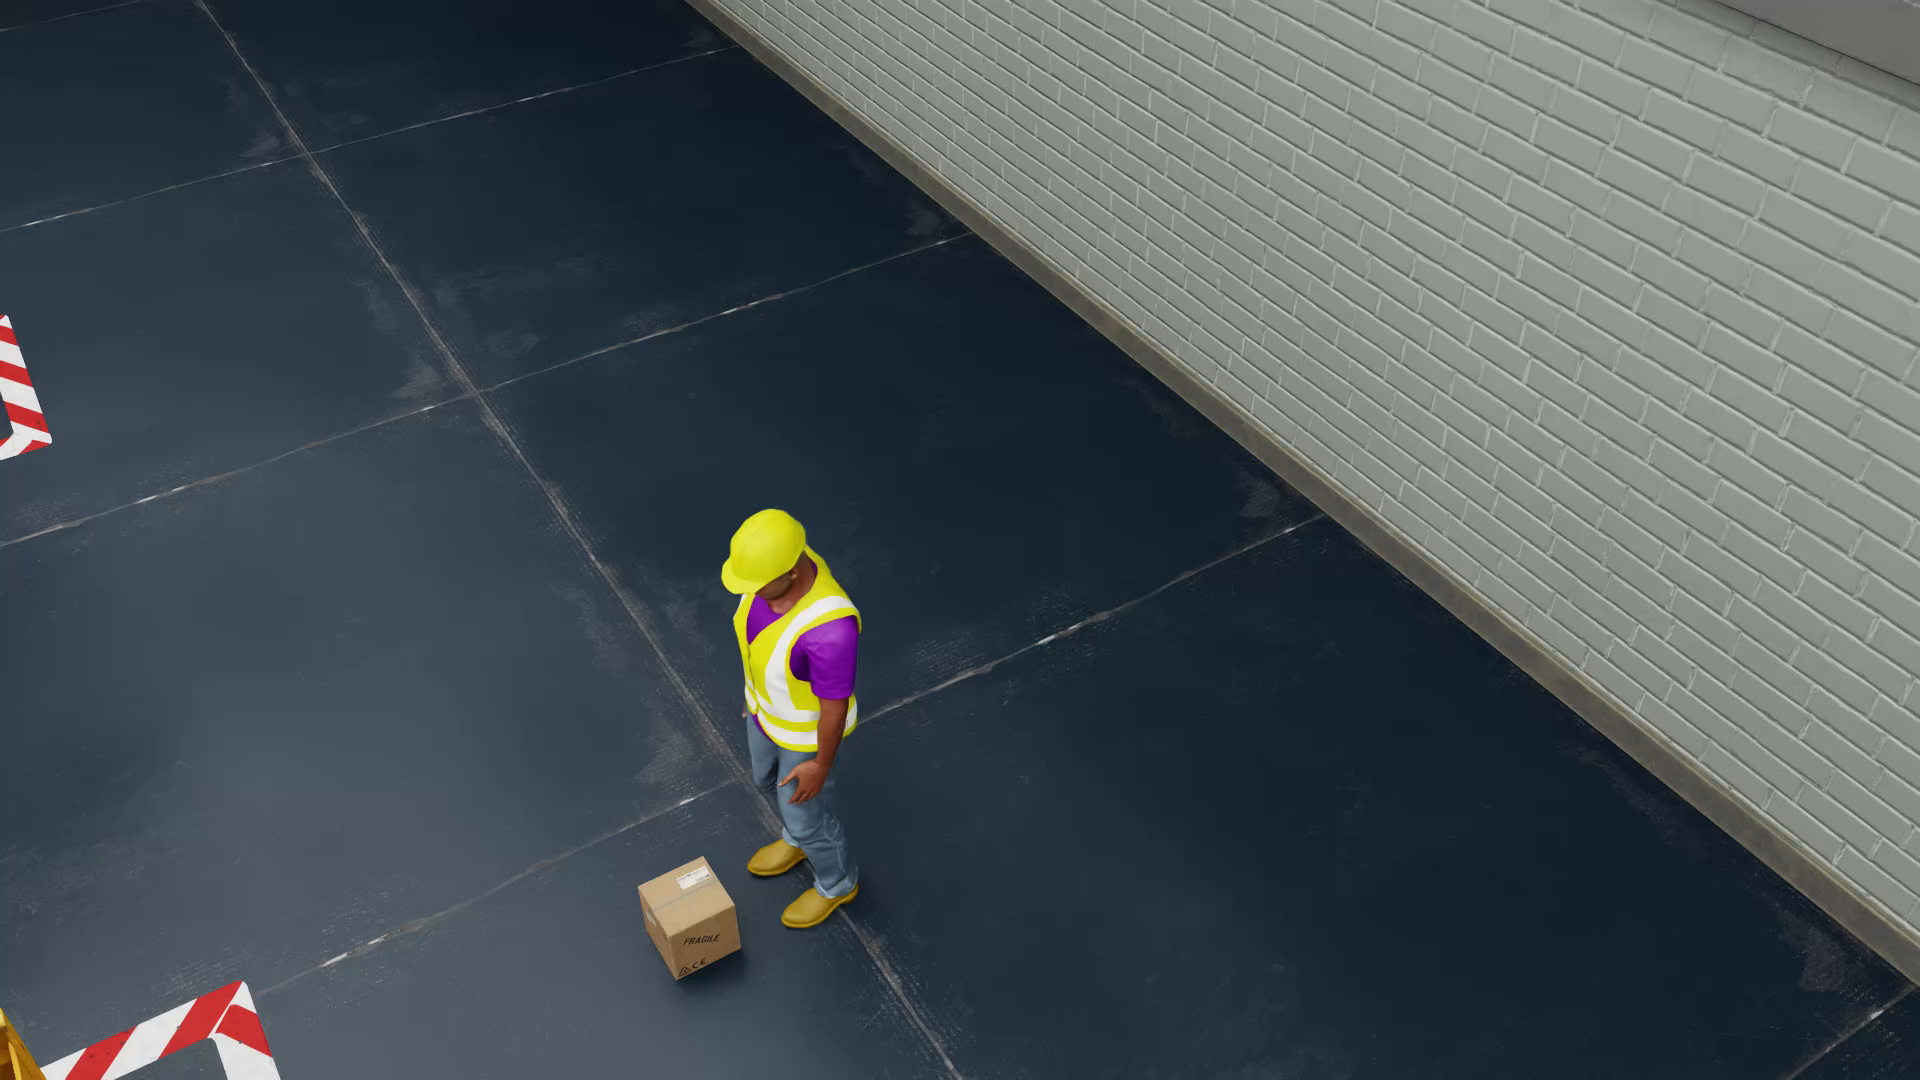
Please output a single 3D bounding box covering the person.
[{"bbox_3d":[-0.539,0.584,5.469,0.384,1.754,0.573,-22,45,-23],"label":"person"}]
